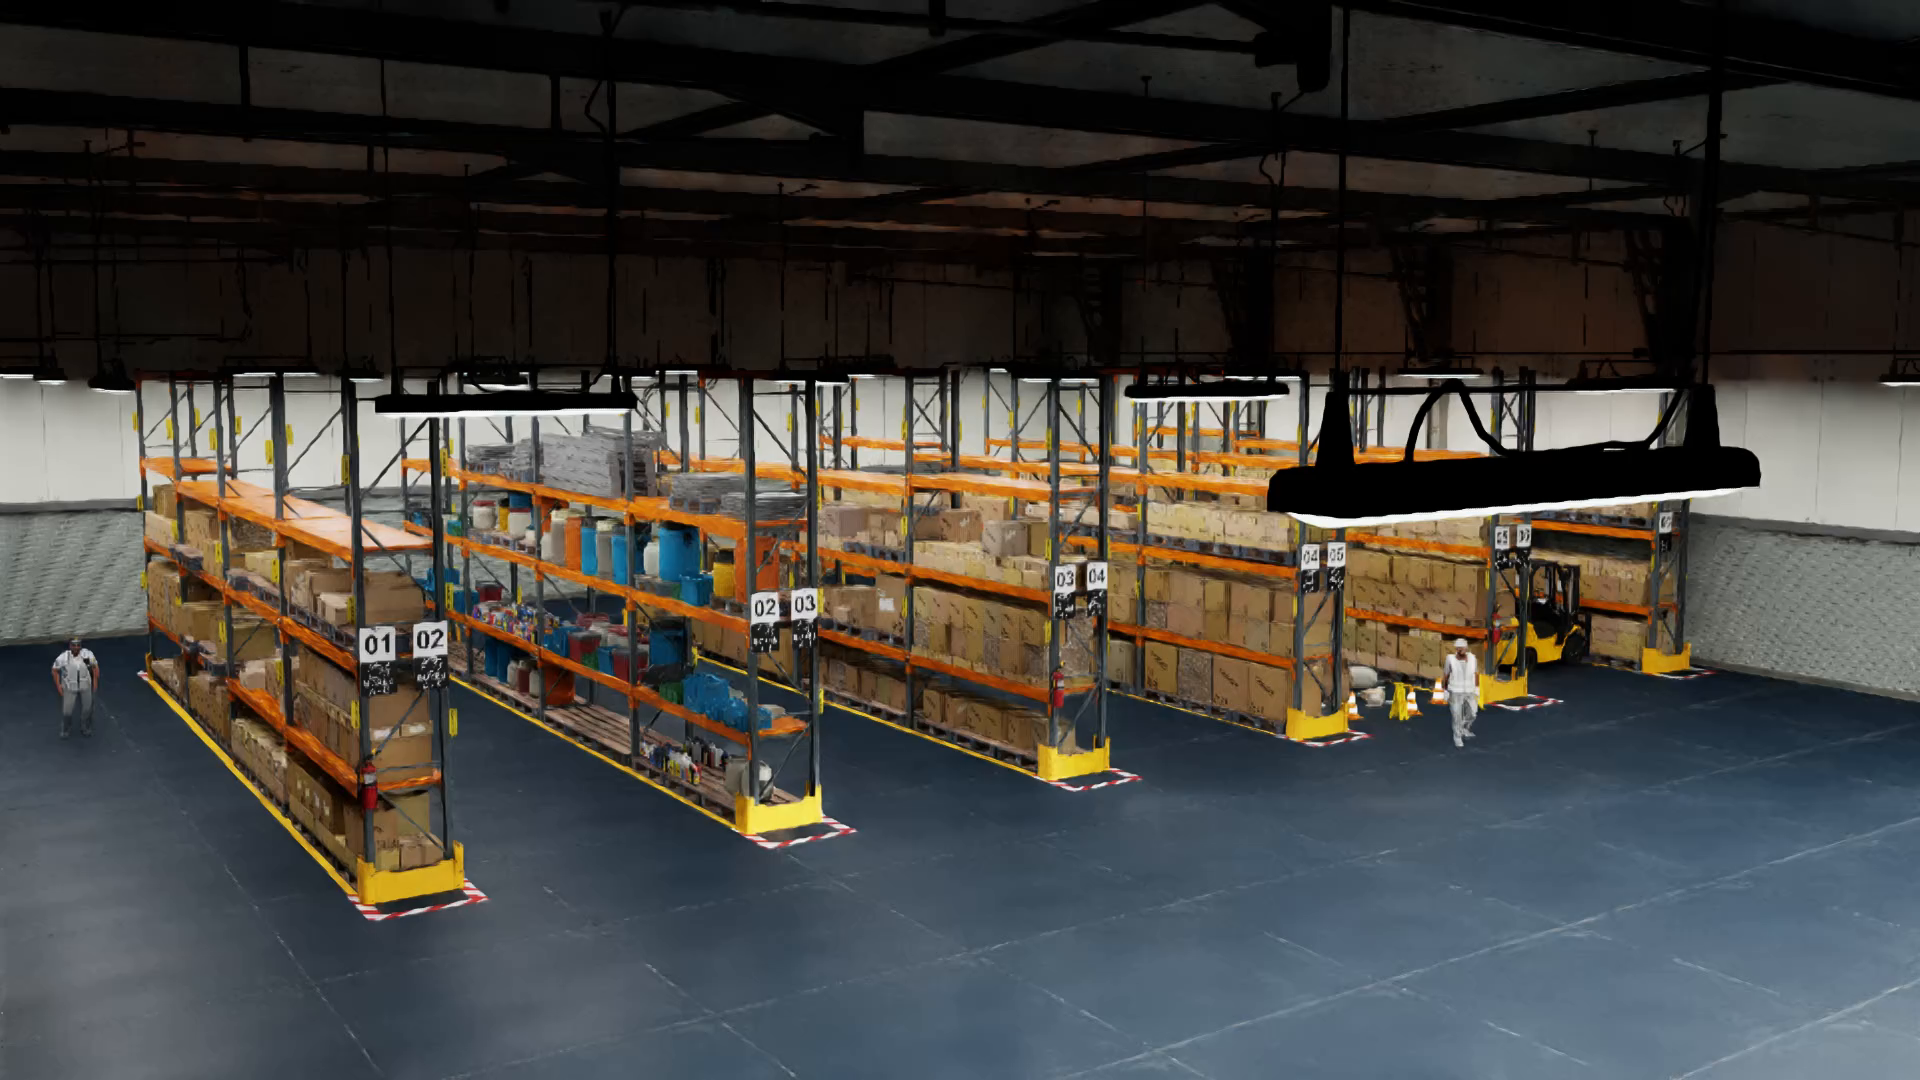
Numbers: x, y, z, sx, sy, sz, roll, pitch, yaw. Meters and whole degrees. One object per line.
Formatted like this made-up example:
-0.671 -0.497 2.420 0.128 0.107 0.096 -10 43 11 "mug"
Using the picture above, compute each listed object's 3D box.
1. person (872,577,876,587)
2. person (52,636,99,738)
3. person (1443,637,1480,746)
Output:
-2.178 0.688 42.924 0.499 1.592 0.355 3 7 27 "person"
-14.544 2.399 27.372 0.682 1.715 0.542 -5 8 -36 "person"
8.090 2.428 26.854 0.601 1.774 0.576 0 6 2 "person"
